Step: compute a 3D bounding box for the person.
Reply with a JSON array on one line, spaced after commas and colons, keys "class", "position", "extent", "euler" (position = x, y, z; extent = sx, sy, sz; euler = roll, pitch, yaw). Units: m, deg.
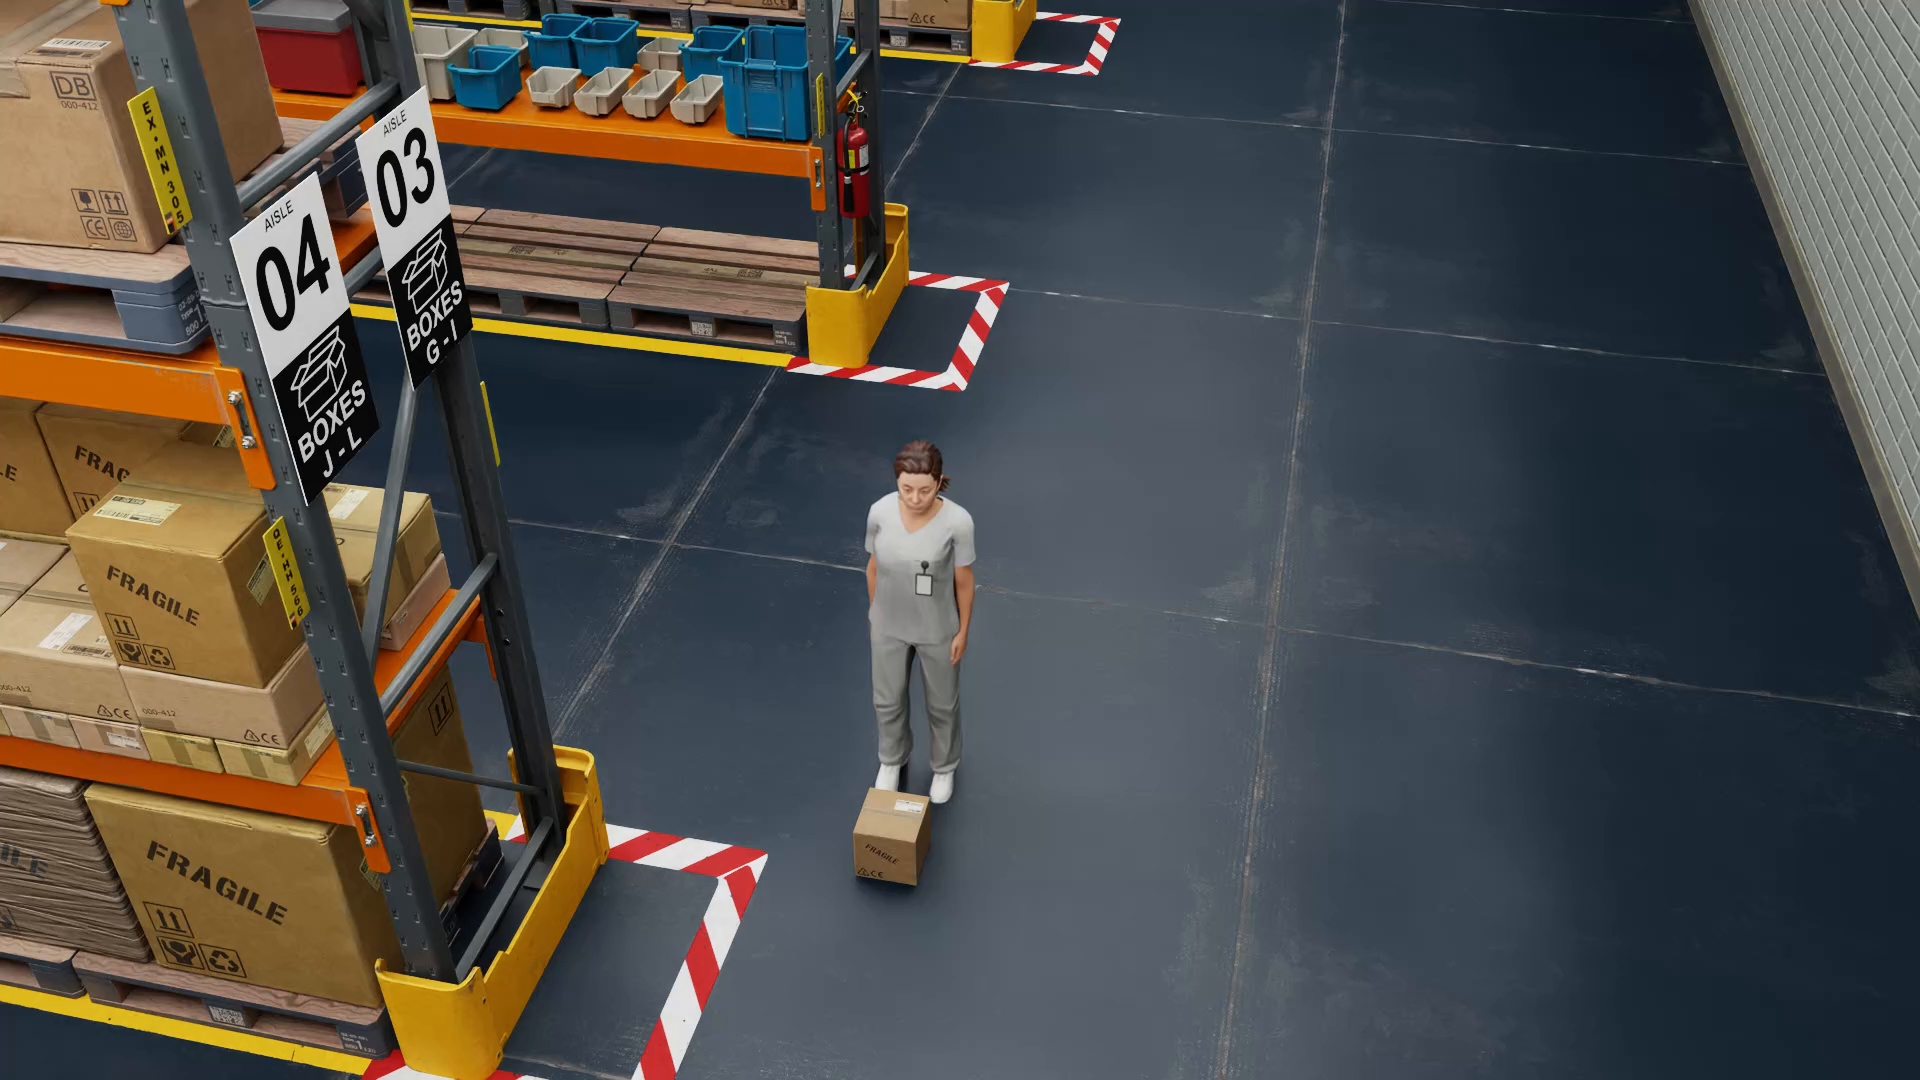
[{"class": "person", "position": [-0.155, 0.327, 6.535], "extent": [0.438, 1.674, 0.364], "euler": [8, 38, 11]}]
